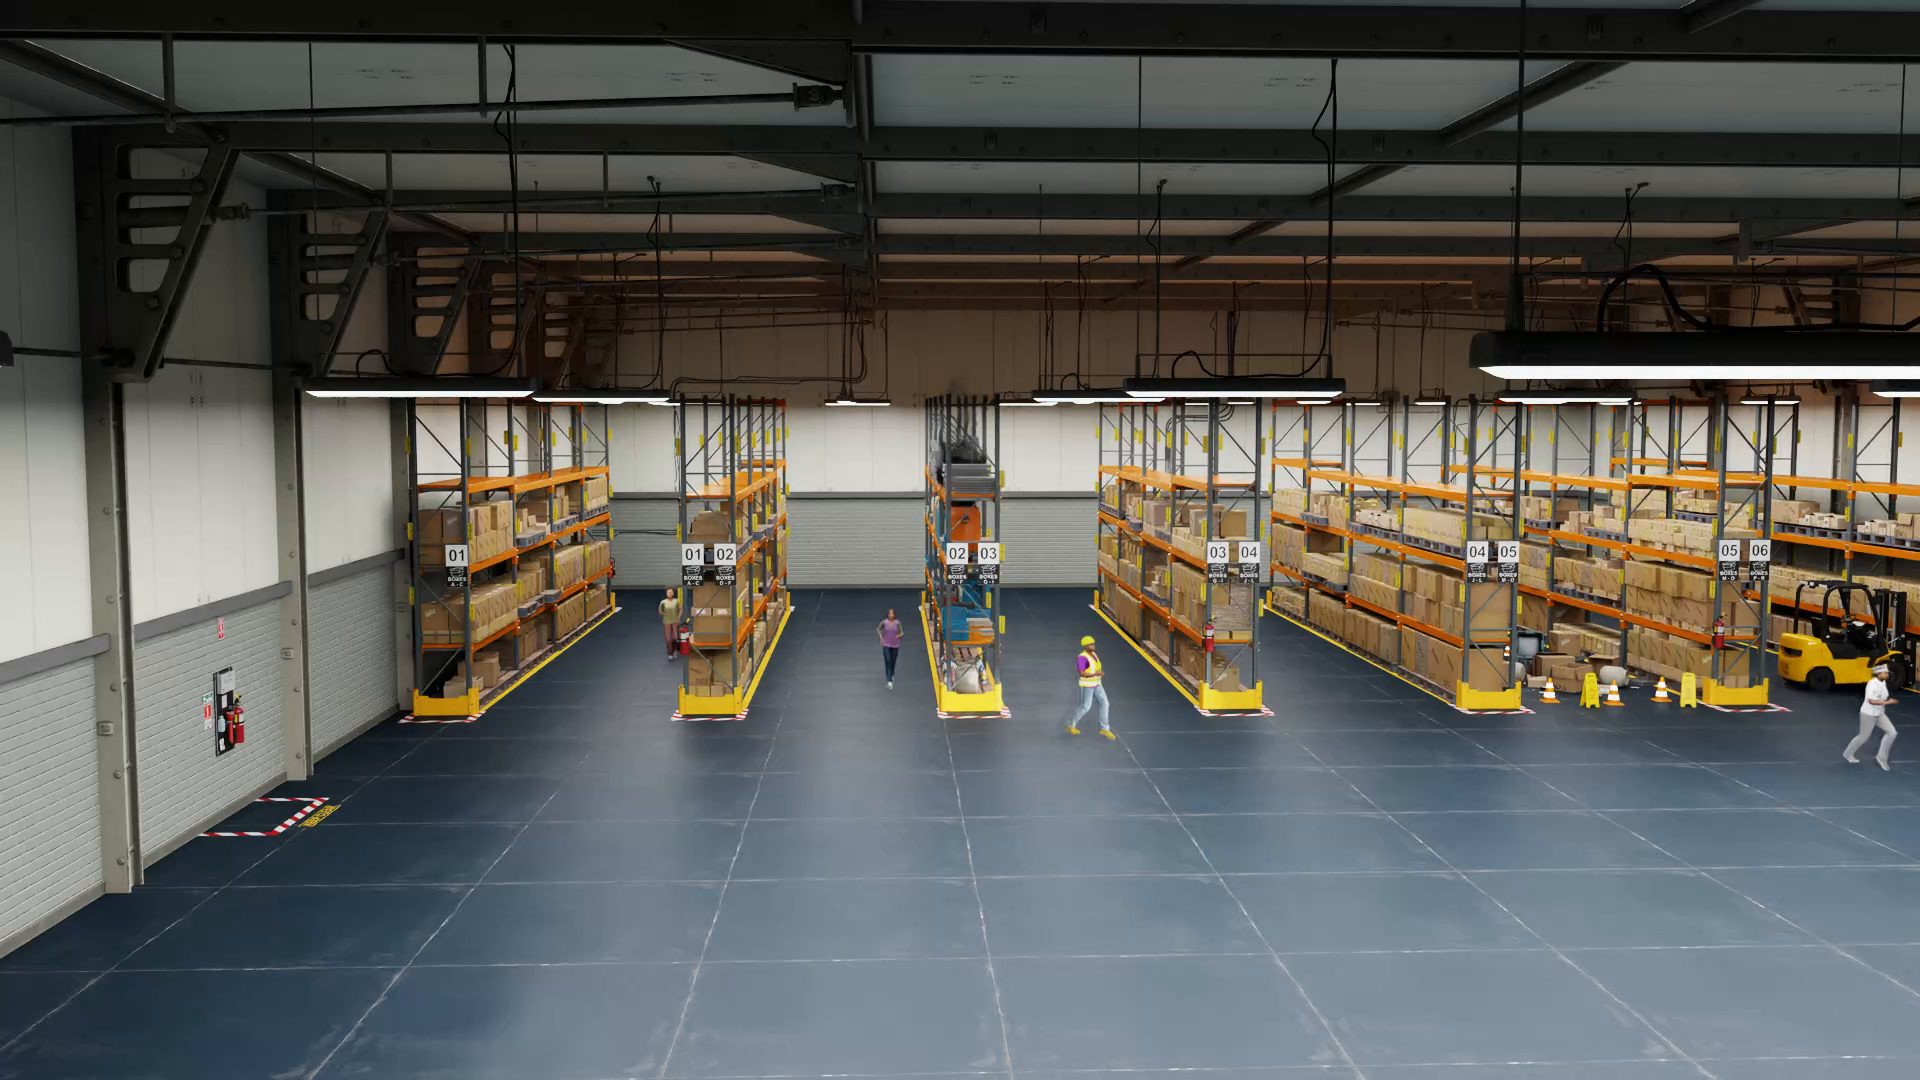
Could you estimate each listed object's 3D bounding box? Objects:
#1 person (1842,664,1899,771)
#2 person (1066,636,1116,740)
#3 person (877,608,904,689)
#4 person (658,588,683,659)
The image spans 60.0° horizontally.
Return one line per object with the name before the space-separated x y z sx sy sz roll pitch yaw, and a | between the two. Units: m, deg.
person | 14.503 2.800 26.459 0.599 1.721 0.831 -4 6 -38
person | 2.284 2.558 28.940 0.899 1.780 0.704 3 6 35
person | -1.430 2.215 34.242 0.521 1.598 0.871 -1 5 -8
person | -6.579 1.903 37.866 0.568 1.628 0.543 -1 5 -11
